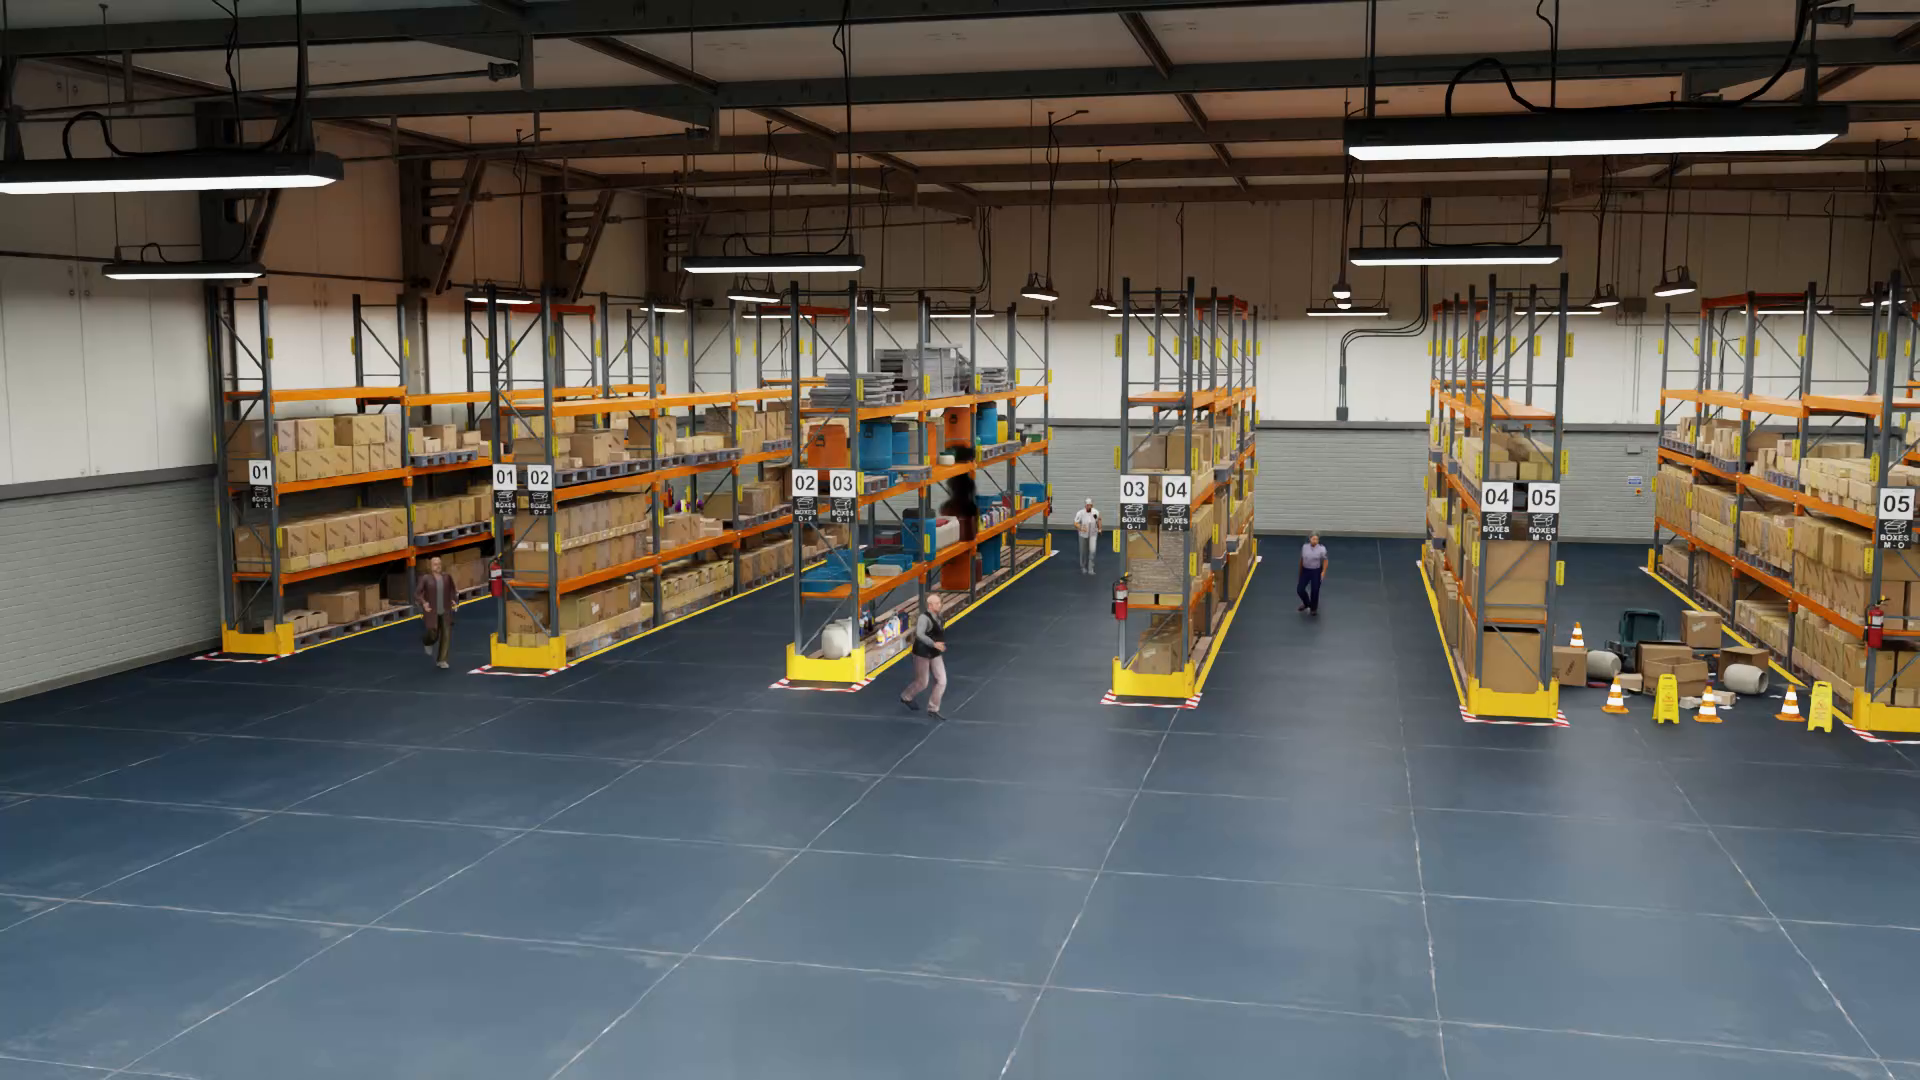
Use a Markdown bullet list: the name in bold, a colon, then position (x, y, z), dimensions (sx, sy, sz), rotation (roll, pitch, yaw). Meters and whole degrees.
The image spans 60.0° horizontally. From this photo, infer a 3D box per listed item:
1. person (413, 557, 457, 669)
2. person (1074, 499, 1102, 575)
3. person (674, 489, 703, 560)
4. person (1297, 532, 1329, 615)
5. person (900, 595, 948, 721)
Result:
- **person**: position (-8.286, 1.133, 26.298), dimensions (0.720, 1.747, 0.885), rotation (-5, 8, -34)
- **person**: position (2.701, -0.062, 35.215), dimensions (0.595, 1.672, 0.871), rotation (0, 7, 0)
- **person**: position (-6.322, -0.308, 38.743), dimensions (0.651, 1.835, 0.772), rotation (1, 7, 12)
- **person**: position (6.608, 0.632, 31.207), dimensions (0.627, 1.600, 0.588), rotation (3, 7, 26)
- **person**: position (-0.524, 1.577, 22.569), dimensions (0.815, 1.709, 0.617), rotation (5, 8, 36)
